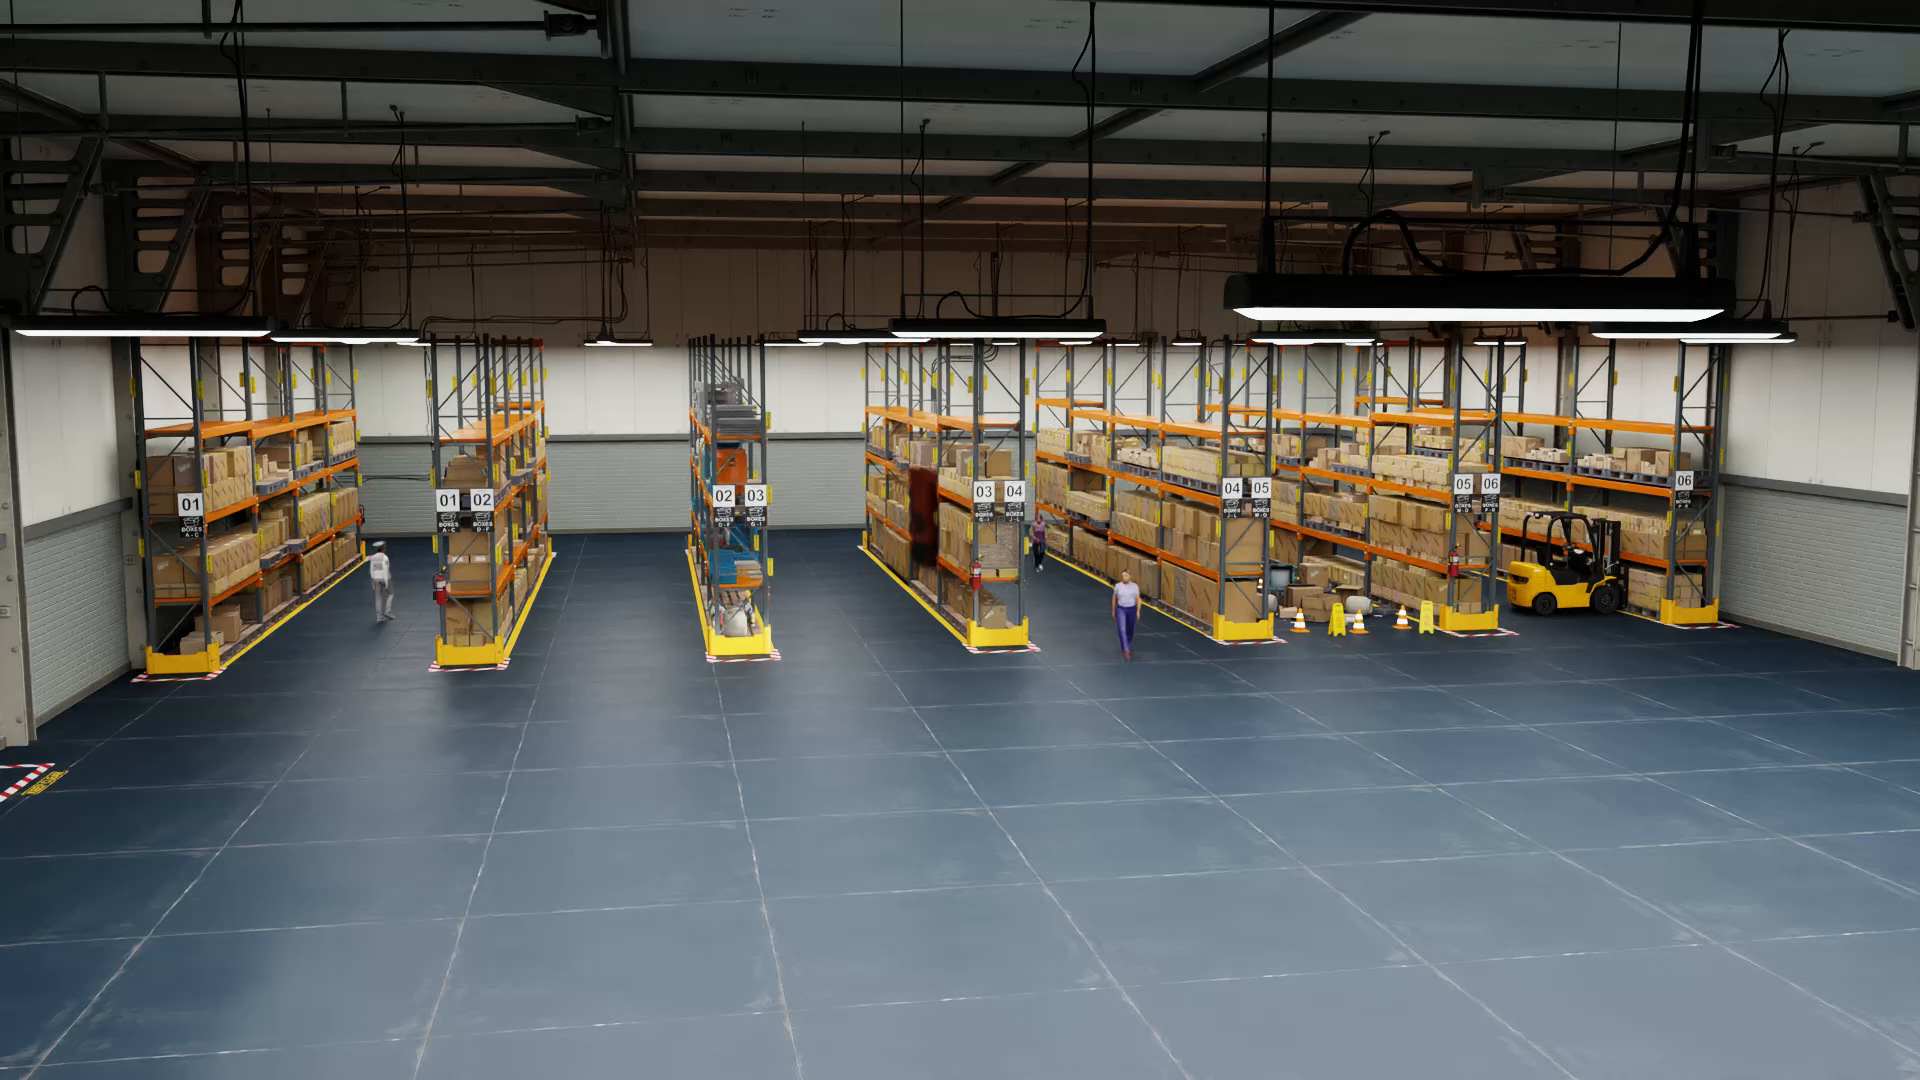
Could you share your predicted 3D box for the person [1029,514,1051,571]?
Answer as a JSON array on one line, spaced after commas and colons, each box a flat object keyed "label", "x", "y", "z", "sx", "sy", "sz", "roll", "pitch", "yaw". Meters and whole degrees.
[{"label": "person", "x": 2.049, "y": 0.052, "z": 42.812, "sx": 0.571, "sy": 1.508, "sz": 0.791, "roll": 0, "pitch": 7, "yaw": -1}]

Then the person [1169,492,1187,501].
[{"label": "person", "x": 6.914, "y": -1.150, "z": 52.592, "sx": 1.059, "sy": 1.665, "sz": 0.508, "roll": 6, "pitch": 9, "yaw": 43}]

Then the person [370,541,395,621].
[{"label": "person", "x": -12.229, "y": 0.869, "z": 35.105, "sx": 0.493, "sy": 1.670, "sz": 0.504, "roll": 0, "pitch": 7, "yaw": 0}]

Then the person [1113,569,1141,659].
[{"label": "person", "x": 3.130, "y": 1.361, "z": 30.979, "sx": 0.501, "sy": 1.610, "sz": 0.896, "roll": -1, "pitch": 7, "yaw": -5}]
